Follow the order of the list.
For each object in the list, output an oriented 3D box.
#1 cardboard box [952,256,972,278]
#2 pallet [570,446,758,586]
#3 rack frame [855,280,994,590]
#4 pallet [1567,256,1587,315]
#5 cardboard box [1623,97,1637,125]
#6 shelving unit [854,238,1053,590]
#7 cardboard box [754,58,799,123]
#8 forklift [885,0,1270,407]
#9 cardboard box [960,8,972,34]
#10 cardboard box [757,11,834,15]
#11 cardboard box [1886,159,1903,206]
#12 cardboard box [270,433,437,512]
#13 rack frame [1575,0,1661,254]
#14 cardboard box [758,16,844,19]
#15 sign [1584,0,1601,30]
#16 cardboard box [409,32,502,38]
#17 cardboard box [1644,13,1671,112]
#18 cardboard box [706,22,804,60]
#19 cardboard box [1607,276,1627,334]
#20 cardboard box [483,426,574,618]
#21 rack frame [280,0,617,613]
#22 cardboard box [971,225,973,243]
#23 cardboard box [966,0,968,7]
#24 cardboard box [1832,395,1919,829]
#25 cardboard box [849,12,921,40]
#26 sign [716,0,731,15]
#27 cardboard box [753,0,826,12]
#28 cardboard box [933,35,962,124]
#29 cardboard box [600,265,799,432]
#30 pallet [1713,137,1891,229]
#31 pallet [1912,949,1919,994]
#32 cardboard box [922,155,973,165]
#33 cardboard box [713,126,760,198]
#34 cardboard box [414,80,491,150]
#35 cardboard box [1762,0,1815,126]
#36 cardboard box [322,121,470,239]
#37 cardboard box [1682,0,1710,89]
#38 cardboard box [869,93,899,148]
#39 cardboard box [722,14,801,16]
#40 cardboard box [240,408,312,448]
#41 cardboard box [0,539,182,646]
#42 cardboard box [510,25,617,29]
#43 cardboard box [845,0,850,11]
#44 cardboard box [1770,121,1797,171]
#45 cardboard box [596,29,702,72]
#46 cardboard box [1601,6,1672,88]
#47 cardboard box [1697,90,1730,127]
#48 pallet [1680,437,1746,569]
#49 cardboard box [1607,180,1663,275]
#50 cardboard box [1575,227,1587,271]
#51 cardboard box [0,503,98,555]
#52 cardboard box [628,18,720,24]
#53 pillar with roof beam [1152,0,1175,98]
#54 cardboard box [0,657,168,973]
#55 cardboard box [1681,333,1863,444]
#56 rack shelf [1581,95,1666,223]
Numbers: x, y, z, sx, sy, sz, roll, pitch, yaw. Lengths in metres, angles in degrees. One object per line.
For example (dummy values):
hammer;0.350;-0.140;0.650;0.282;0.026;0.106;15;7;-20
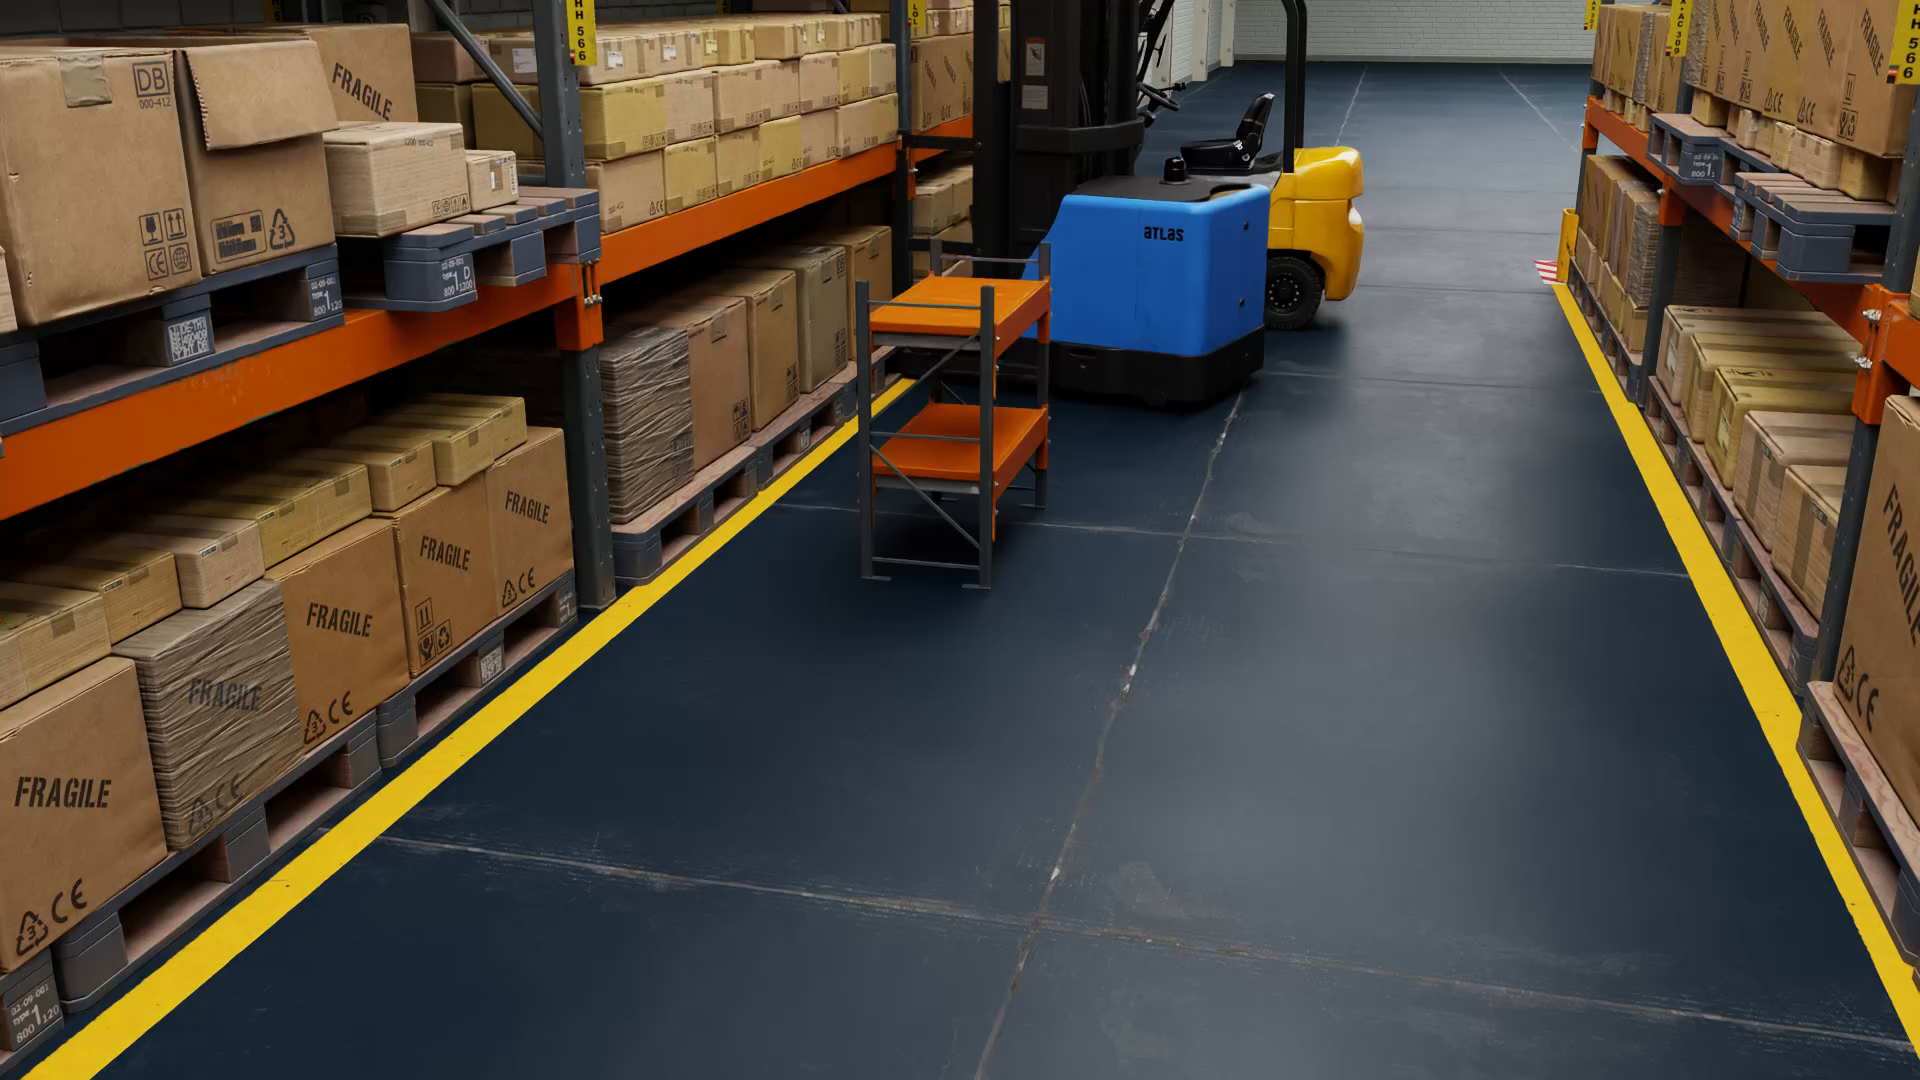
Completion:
cardboard box;-0.220;-1.655;10.497;0.500;0.250;0.500;4;19;12
pallet;-1.507;-0.153;6.810;1.003;0.211;1.213;5;19;13
rack frame;-0.126;-0.371;6.033;0.500;1.125;0.032;5;19;13
pallet;4.772;-1.739;11.453;1.003;0.211;1.213;5;19;13
cardboard box;4.193;-2.567;9.951;0.380;0.149;0.250;5;19;14
shelving unit;-0.002;-0.530;6.500;0.538;1.125;1.048;5;19;13
cardboard box;-1.031;-1.985;7.317;0.500;0.250;0.500;5;19;14
forklift;0.159;-2.402;9.185;3.031;2.935;1.130;10;21;28
cardboard box;-0.139;-3.224;10.327;0.380;0.149;0.250;4;19;13
cardboard box;-0.939;-2.947;9.517;0.380;0.149;0.250;5;19;13
cardboard box;2.920;-1.028;4.797;0.380;0.149;0.250;5;20;15
cardboard box;-1.764;-0.199;4.843;0.380;0.149;0.250;4;19;12
rack frame;5.023;-3.335;11.810;1.000;3.000;0.127;5;19;13
cardboard box;-0.793;-2.547;8.344;0.380;0.149;0.250;5;19;13
sign;4.497;-3.787;11.795;0.100;0.325;0.005;5;19;13
cardboard box;-1.907;-1.781;6.103;0.380;0.149;0.250;5;20;15
cardboard box;4.032;-2.590;9.014;0.500;0.500;0.500;5;20;15
cardboard box;-0.910;-2.209;7.357;0.380;0.149;0.250;4;19;12
cardboard box;4.050;-1.353;9.611;0.500;0.250;0.500;4;19;12
cardboard box;-1.641;-0.084;5.511;0.500;0.500;0.500;5;20;15
rack frame;-1.746;-1.218;5.613;1.000;3.000;0.127;5;19;13
cardboard box;-0.096;-2.048;10.873;0.500;0.250;0.500;4;19;13
cardboard box;-0.165;-3.453;10.539;0.380;0.149;0.250;5;19;13
cardboard box;2.819;0.189;4.130;0.875;0.875;0.875;4;19;13
cardboard box;-0.435;-2.905;9.394;0.380;0.149;0.250;4;19;13
sign;-1.307;-2.962;9.258;0.100;0.325;0.005;5;19;13
cardboard box;-0.983;-3.091;9.477;0.380;0.149;0.250;5;19;14
cardboard box;-0.296;-2.802;10.096;0.500;0.500;0.500;5;19;14
cardboard box;-1.264;-0.904;7.717;0.875;0.625;0.625;4;19;11
pallet;3.512;-1.360;6.326;1.003;0.211;1.213;5;19;13
pallet;2.503;1.115;3.097;1.003;0.211;1.213;5;19;13
cardboard box;0.035;-2.450;11.276;0.500;0.250;0.500;4;19;12
cardboard box;-1.154;-1.586;6.923;0.500;0.250;0.500;4;19;12
cardboard box;-1.905;-1.546;6.033;0.500;0.250;0.500;5;20;15
cardboard box;3.148;-1.700;5.758;0.500;0.500;0.500;3;19;10
cardboard box;-1.690;-0.990;4.526;0.500;0.250;0.500;4;19;11
cardboard box;3.653;-2.343;7.643;0.500;0.500;0.500;5;20;15
cardboard box;-0.638;-2.222;8.785;0.500;0.250;0.500;5;20;15
cardboard box;-1.062;-2.733;8.890;0.380;0.149;0.250;4;19;12
cardboard box;-2.266;-0.321;5.200;0.380;0.149;0.250;5;20;15
cardboard box;-2.081;0.120;3.908;0.380;0.149;0.250;5;19;14
cardboard box;-1.673;-2.100;7.038;0.380;0.149;0.250;4;19;12
cardboard box;-0.444;-3.134;9.603;0.380;0.149;0.250;5;19;14
cardboard box;3.057;-1.366;5.786;0.380;0.149;0.250;5;19;14
cardboard box;-1.229;-1.898;6.446;0.380;0.149;0.250;5;19;14
cardboard box;4.515;-3.234;10.899;0.500;0.500;0.500;5;20;15
cardboard box;3.535;-1.935;7.451;0.380;0.149;0.250;5;20;14
pallet;3.561;-0.134;6.752;1.003;0.211;1.213;5;19;13
cardboard box;4.176;-1.860;9.935;0.500;0.500;0.500;6;20;16
cardboard box;4.558;-2.001;11.510;0.500;0.250;0.500;4;19;13
cardboard box;-2.439;0.008;4.239;0.380;0.149;0.250;5;19;14
cardboard box;-1.368;-2.417;7.965;0.380;0.149;0.250;5;19;13
pillar with roof beam;7.737;-11.719;27.076;9.100;9.000;0.400;5;19;13
cardboard box;-2.140;0.562;3.618;0.500;0.500;0.500;4;19;12
cardboard box;3.748;-0.646;7.354;0.950;0.372;0.625;6;20;17
rack shelf;4.534;-2.367;10.091;1.077;0.370;4.000;5;19;13
